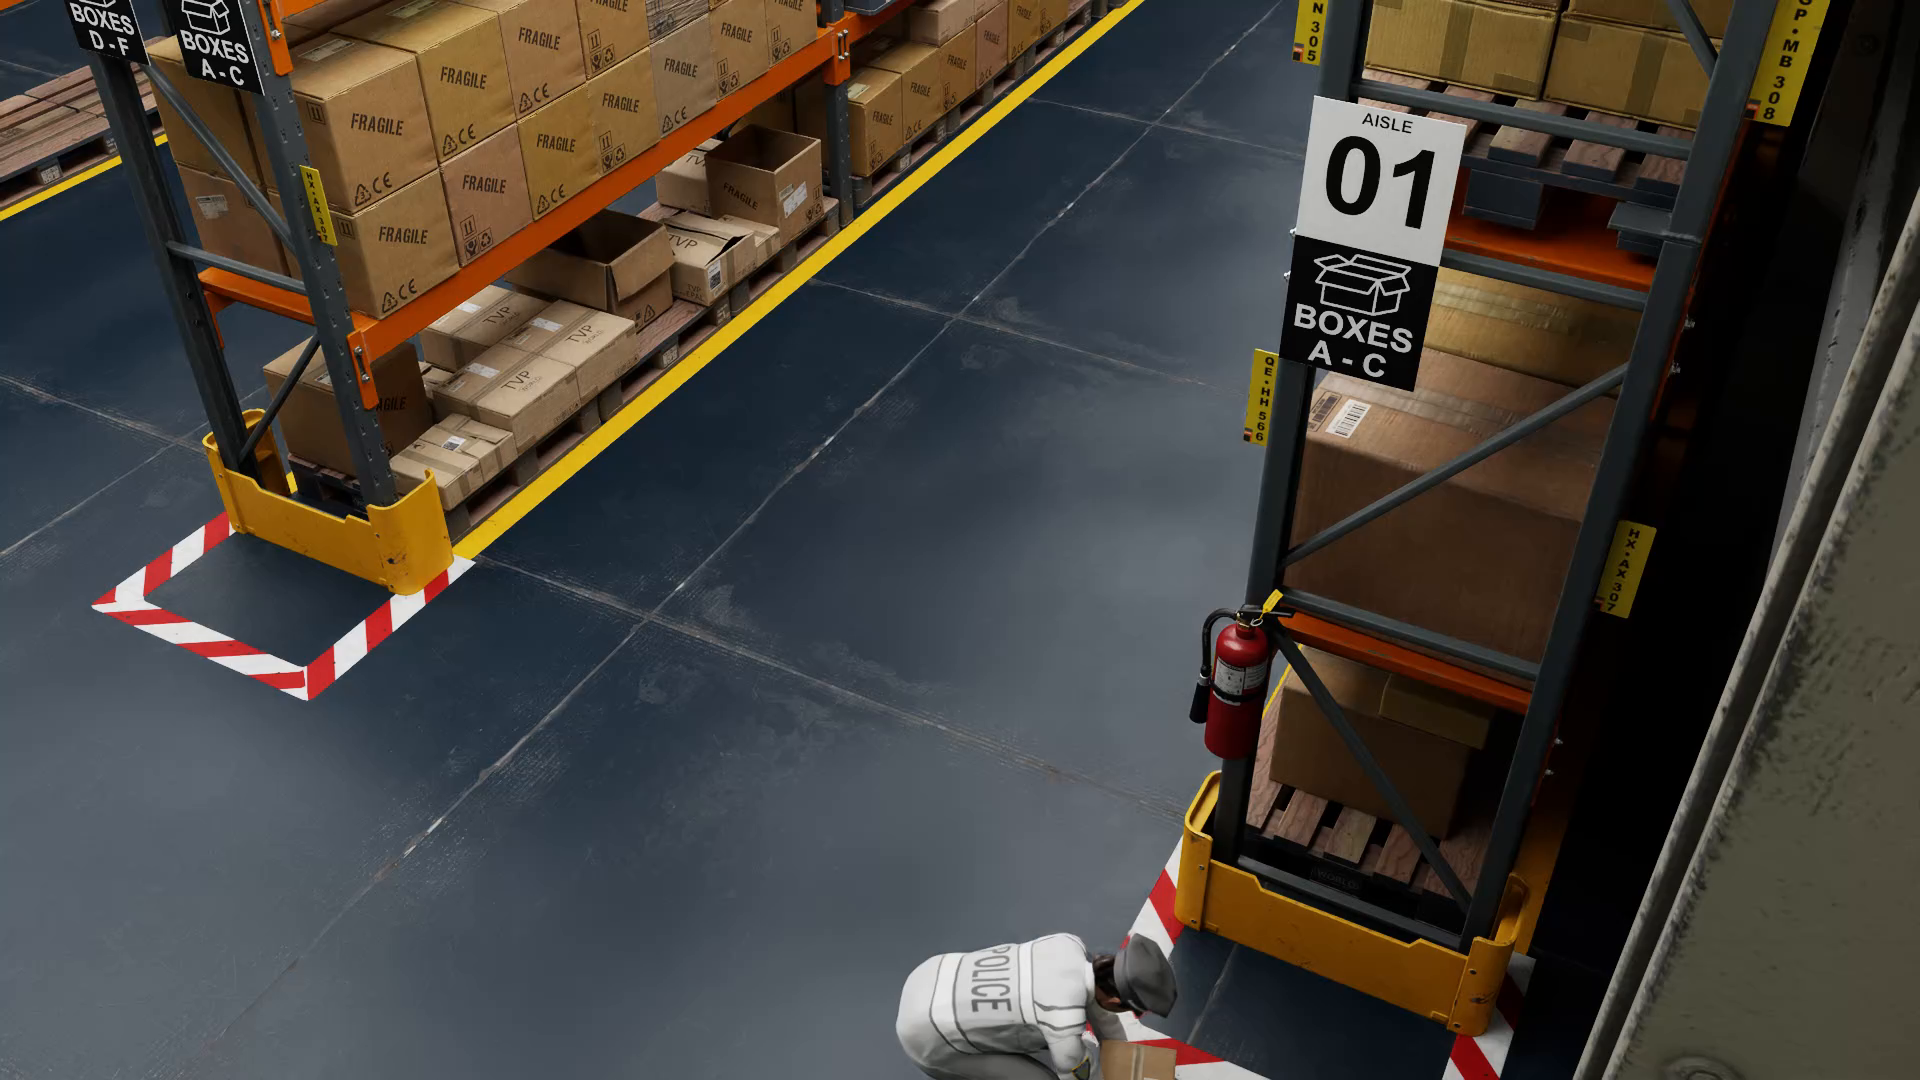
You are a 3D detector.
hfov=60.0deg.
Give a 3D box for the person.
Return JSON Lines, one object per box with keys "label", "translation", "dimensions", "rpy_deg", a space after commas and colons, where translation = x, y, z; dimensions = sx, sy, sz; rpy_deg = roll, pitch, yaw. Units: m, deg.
{"label": "person", "translation": [0.243, 1.580, 5.394], "dimensions": [0.883, 0.831, 0.477], "rpy_deg": [6, 39, 7]}
